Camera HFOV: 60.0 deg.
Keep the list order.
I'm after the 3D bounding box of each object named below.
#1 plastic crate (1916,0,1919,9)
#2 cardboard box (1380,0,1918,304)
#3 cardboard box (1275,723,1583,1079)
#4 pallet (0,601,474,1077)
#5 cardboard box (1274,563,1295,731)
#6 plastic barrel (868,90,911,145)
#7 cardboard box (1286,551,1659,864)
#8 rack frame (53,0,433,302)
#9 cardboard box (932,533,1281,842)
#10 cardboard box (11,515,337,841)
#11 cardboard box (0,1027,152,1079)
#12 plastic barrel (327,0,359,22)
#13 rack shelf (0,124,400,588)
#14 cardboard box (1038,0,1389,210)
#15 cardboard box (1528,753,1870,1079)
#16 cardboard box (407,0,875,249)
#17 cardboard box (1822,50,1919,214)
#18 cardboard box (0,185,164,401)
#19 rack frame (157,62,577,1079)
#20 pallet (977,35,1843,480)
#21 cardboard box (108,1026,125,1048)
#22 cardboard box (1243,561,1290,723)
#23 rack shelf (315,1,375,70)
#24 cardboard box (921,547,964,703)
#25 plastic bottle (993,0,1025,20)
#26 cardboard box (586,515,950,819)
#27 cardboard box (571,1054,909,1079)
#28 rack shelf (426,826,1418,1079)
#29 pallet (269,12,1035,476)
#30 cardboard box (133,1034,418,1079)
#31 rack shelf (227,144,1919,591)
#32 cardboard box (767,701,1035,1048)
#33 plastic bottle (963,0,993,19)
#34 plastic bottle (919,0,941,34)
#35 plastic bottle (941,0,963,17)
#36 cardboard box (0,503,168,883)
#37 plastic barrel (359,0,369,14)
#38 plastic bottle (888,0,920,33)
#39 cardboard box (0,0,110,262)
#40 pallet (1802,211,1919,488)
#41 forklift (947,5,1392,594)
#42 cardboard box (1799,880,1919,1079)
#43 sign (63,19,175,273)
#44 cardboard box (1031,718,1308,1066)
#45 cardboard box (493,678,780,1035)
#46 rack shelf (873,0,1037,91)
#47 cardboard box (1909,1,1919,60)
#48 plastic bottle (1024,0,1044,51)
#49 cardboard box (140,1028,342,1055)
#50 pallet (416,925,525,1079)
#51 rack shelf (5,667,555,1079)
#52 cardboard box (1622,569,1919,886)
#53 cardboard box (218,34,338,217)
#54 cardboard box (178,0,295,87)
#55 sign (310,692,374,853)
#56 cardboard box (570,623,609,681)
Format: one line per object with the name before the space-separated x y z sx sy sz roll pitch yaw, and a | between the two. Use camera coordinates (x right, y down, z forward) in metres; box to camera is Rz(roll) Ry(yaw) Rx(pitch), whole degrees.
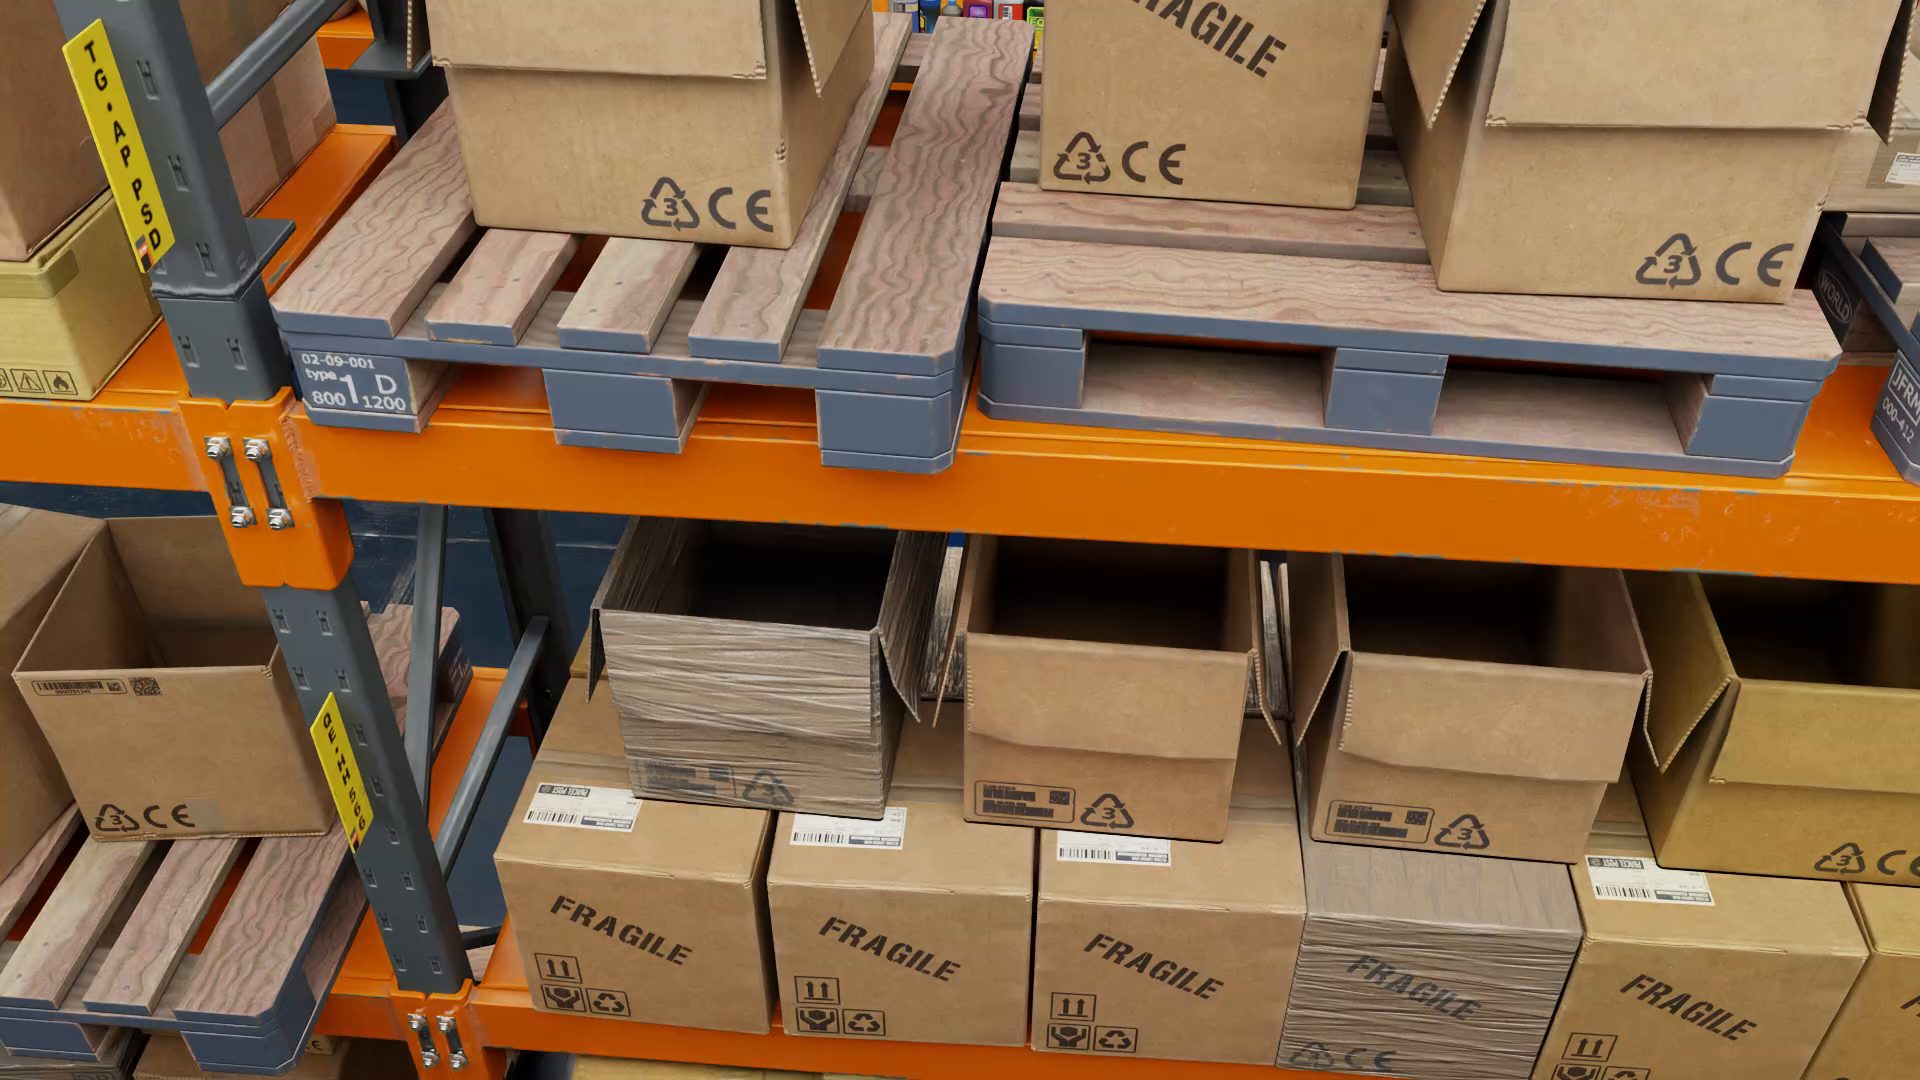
plastic crate | 4.206 -2.241 7.028 0.583 0.464 0.402 3 39 4
cardboard box | 0.963 -0.770 2.529 0.637 0.503 0.797 3 39 3
cardboard box | 0.909 0.738 3.388 0.500 0.500 0.500 3 39 4
pallet | -1.794 0.601 3.788 1.003 0.211 1.213 3 39 4
cardboard box | 0.959 0.416 3.784 0.500 0.500 0.500 4 39 5
plastic barrel | -0.158 -1.922 8.122 0.708 0.830 0.600 3 39 4
cardboard box | 0.970 0.190 3.266 0.637 0.503 0.797 4 39 5
rack frame | -1.074 -1.828 1.868 0.127 3.000 1.000 3 39 4
cardboard box | 0.302 0.158 3.306 0.637 0.503 0.797 4 39 5
cardboard box | -1.616 0.292 3.603 0.500 0.500 0.500 -1 39 -2
cardboard box | -2.297 1.251 4.469 0.500 0.500 0.700 0 39 0
plastic barrel | -2.967 -2.657 7.531 0.433 0.535 0.433 0 39 0
rack shelf | -3.067 -0.495 3.176 4.000 0.370 1.077 3 39 4
cardboard box | 0.407 -0.887 2.676 0.500 0.500 0.500 5 39 6
cardboard box | 1.408 0.768 3.351 0.500 0.500 0.500 3 39 3
cardboard box | -0.460 -0.880 2.664 0.637 0.503 0.797 5 39 6
cardboard box | 1.440 -0.688 2.709 0.250 0.149 0.380 2 39 2
cardboard box | -1.569 -0.479 2.704 0.500 0.250 0.500 3 39 4
rack frame | -1.074 0.498 3.762 0.127 3.000 1.000 3 39 4
pallet | 0.686 -0.531 2.800 1.213 0.211 1.003 5 39 6
cardboard box | -2.274 0.966 4.224 0.500 0.250 0.500 7 40 9
cardboard box | 0.452 0.388 3.818 0.500 0.500 0.500 2 39 2
rack shelf | -2.640 -2.447 7.950 4.000 0.370 1.077 3 39 4
cardboard box | -0.065 0.361 3.851 0.500 0.500 0.500 3 39 3
plastic bottle | 0.217 -2.317 7.318 0.135 0.276 0.152 3 39 4
cardboard box | -0.347 0.120 3.352 0.637 0.503 0.797 4 39 5
cardboard box | -0.389 1.210 4.238 0.875 0.875 1.225 1 39 2
rack shelf | 0.918 0.886 3.855 4.000 0.370 1.077 3 39 4
pallet | -0.428 -0.590 2.872 1.003 0.211 1.213 5 39 6
cardboard box | -1.744 1.273 4.441 0.500 0.500 0.700 1 39 1
rack shelf | 0.918 -0.277 2.908 4.000 0.370 1.077 3 39 4
cardboard box | -0.100 0.684 3.455 0.500 0.500 0.500 2 39 3
plastic bottle | 0.080 -2.298 7.290 0.133 0.283 0.061 3 39 4
plastic bottle | -0.131 -2.316 7.322 0.097 0.271 0.097 0 39 0
plastic bottle | -0.034 -2.284 7.337 0.097 0.201 0.097 0 39 0
cardboard box | -2.181 0.325 3.563 0.500 0.500 0.700 9 40 10
plastic barrel | -2.536 -2.634 7.502 0.433 0.535 0.433 0 39 0
plastic bottle | -0.244 -2.342 7.349 0.135 0.276 0.152 3 39 4
cardboard box | -1.571 -0.766 2.464 0.500 0.500 0.500 4 39 5
pallet | 1.993 -0.392 2.631 1.217 0.209 0.805 2 39 2
forklift | 1.346 -0.876 5.504 3.031 2.935 1.130 11 40 14
cardboard box | 1.929 0.792 3.321 0.500 0.500 0.500 4 39 5
sign | -1.123 -0.524 2.232 0.005 0.325 0.100 3 39 4
cardboard box | 0.411 0.709 3.423 0.500 0.500 0.500 2 39 3
cardboard box | -0.614 0.657 3.487 0.500 0.500 0.500 4 39 5
rack shelf | 1.345 -2.229 7.682 4.000 0.370 1.077 3 39 4
cardboard box | 1.825 -0.692 2.586 0.500 0.311 0.500 2 39 2
plastic bottle | 0.347 -2.283 7.272 0.133 0.283 0.061 3 39 4
cardboard box | -1.745 0.989 4.197 0.500 0.250 0.500 5 39 6
pallet | -1.853 1.536 4.695 1.213 0.211 1.003 3 39 4
rack shelf | -3.067 0.668 4.123 4.000 0.370 1.077 3 39 4
cardboard box | 1.591 0.214 3.237 0.637 0.503 0.797 4 39 4
cardboard box | -1.521 -0.793 3.090 0.500 0.250 0.500 4 39 5
cardboard box | -1.520 -1.085 2.856 0.500 0.500 0.500 3 39 4
sign | -1.112 0.422 3.001 0.005 0.325 0.100 3 39 4
cardboard box | -0.561 0.331 3.889 0.500 0.500 0.500 4 39 5
